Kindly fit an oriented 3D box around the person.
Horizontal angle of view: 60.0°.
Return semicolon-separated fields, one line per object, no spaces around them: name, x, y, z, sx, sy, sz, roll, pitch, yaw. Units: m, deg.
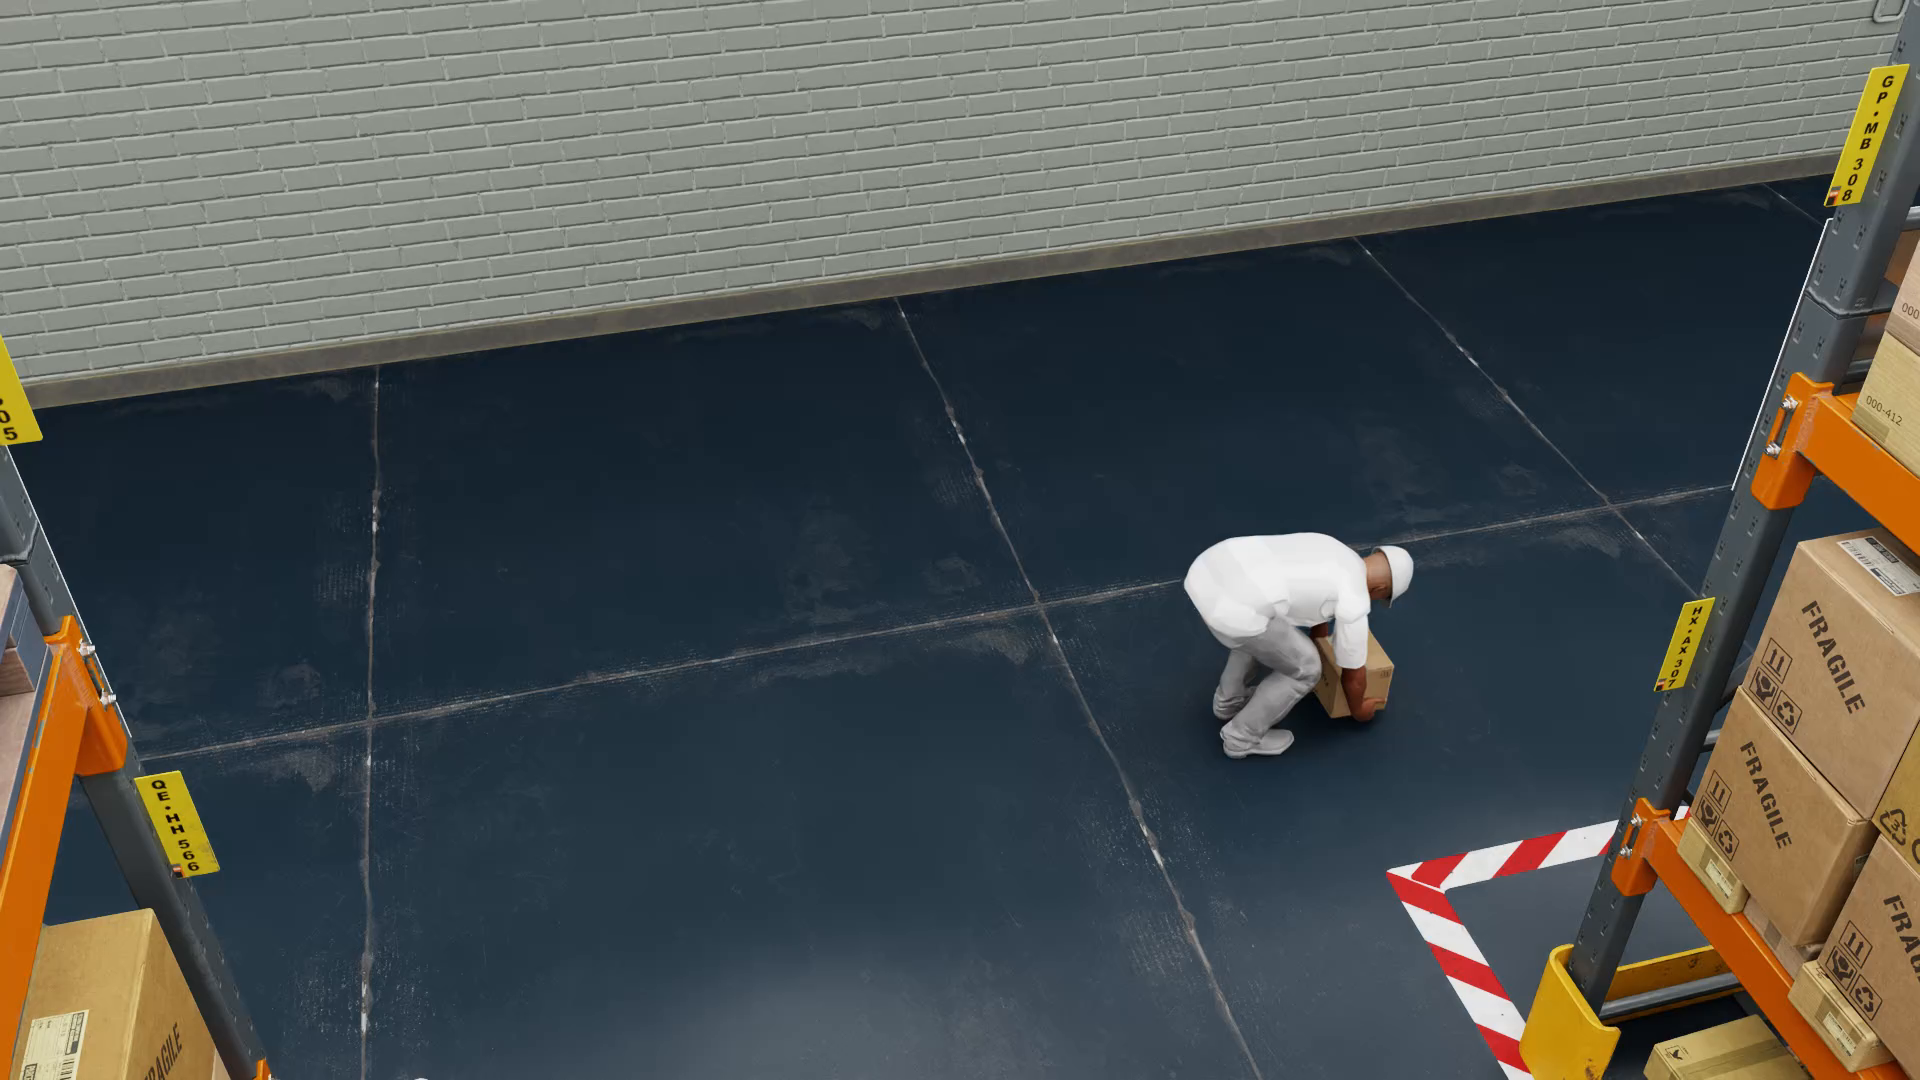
person;1.386;0.375;6.850;0.974;0.980;0.499;-11;39;-14
